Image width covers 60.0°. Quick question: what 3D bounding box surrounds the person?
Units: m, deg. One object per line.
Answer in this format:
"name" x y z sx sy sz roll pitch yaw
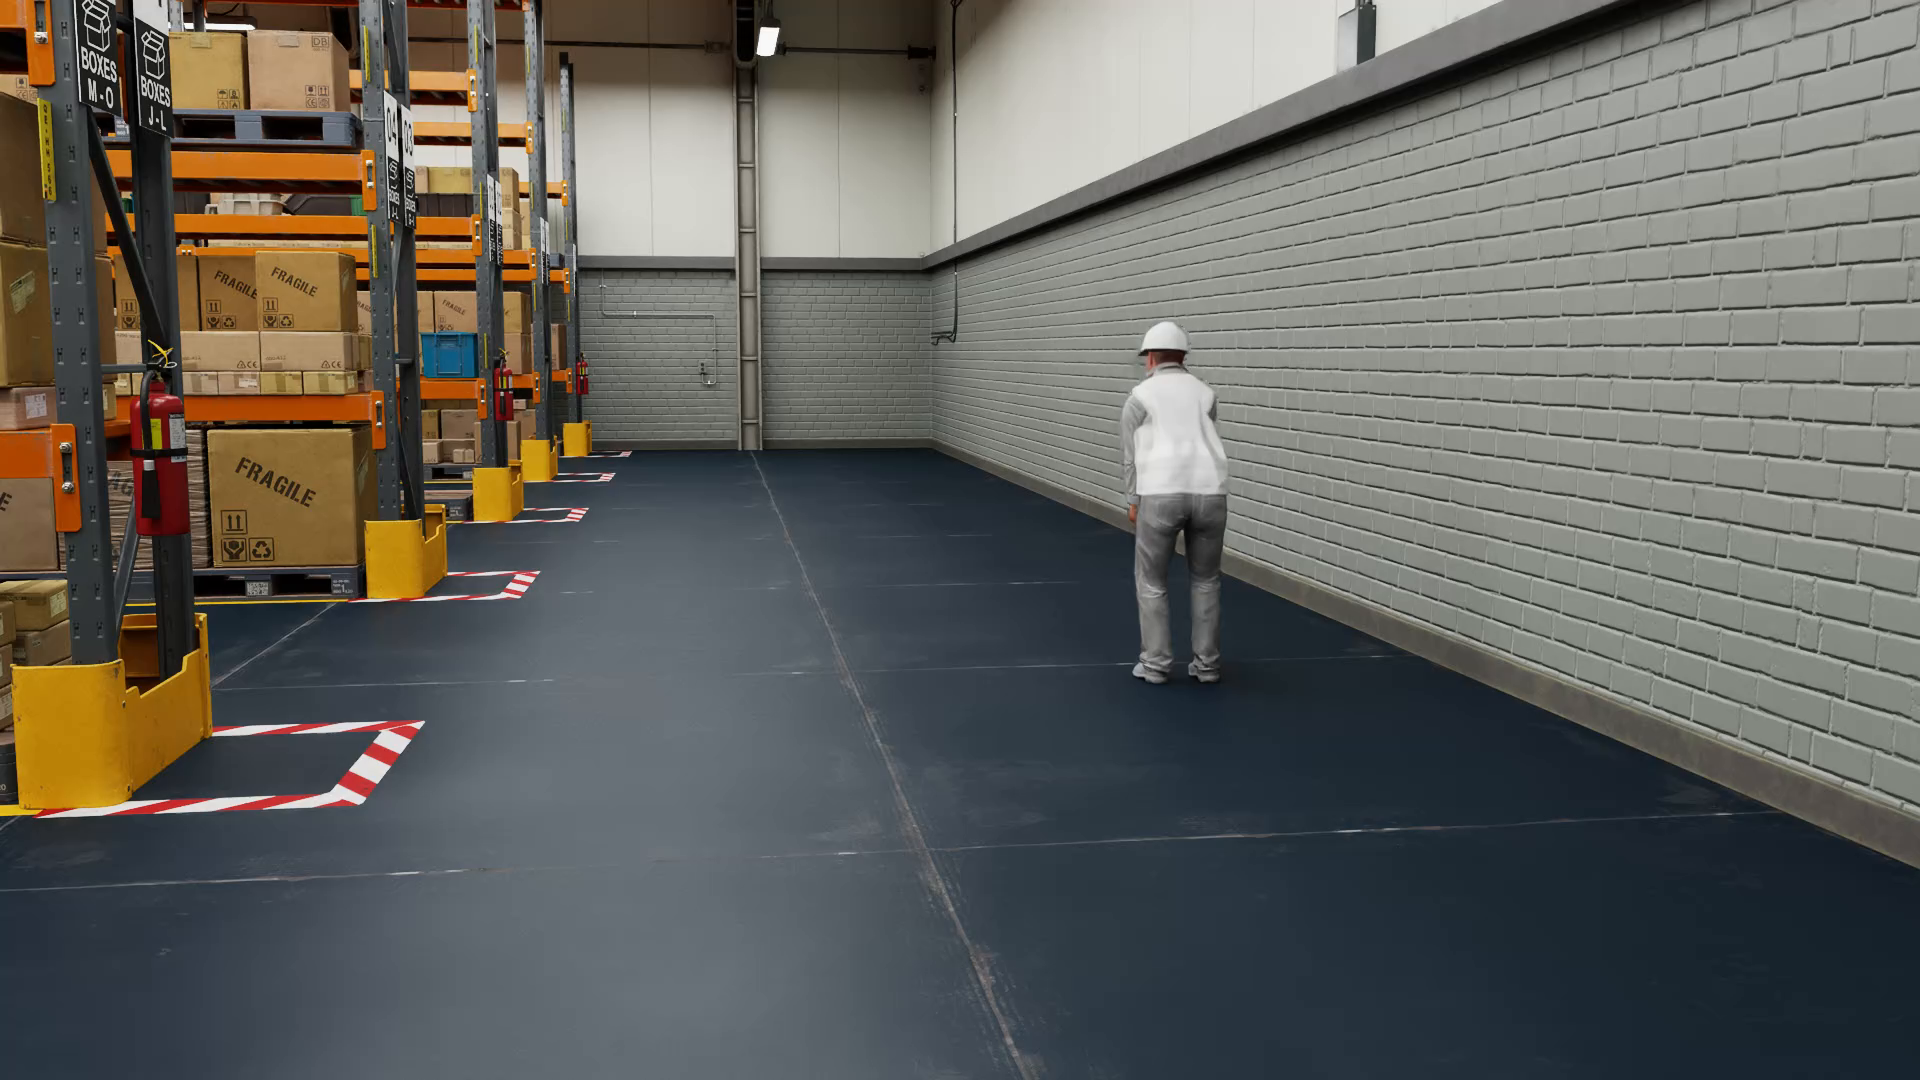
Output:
"person" 1.023 -0.190 8.033 0.476 1.722 0.615 -1 7 -10
